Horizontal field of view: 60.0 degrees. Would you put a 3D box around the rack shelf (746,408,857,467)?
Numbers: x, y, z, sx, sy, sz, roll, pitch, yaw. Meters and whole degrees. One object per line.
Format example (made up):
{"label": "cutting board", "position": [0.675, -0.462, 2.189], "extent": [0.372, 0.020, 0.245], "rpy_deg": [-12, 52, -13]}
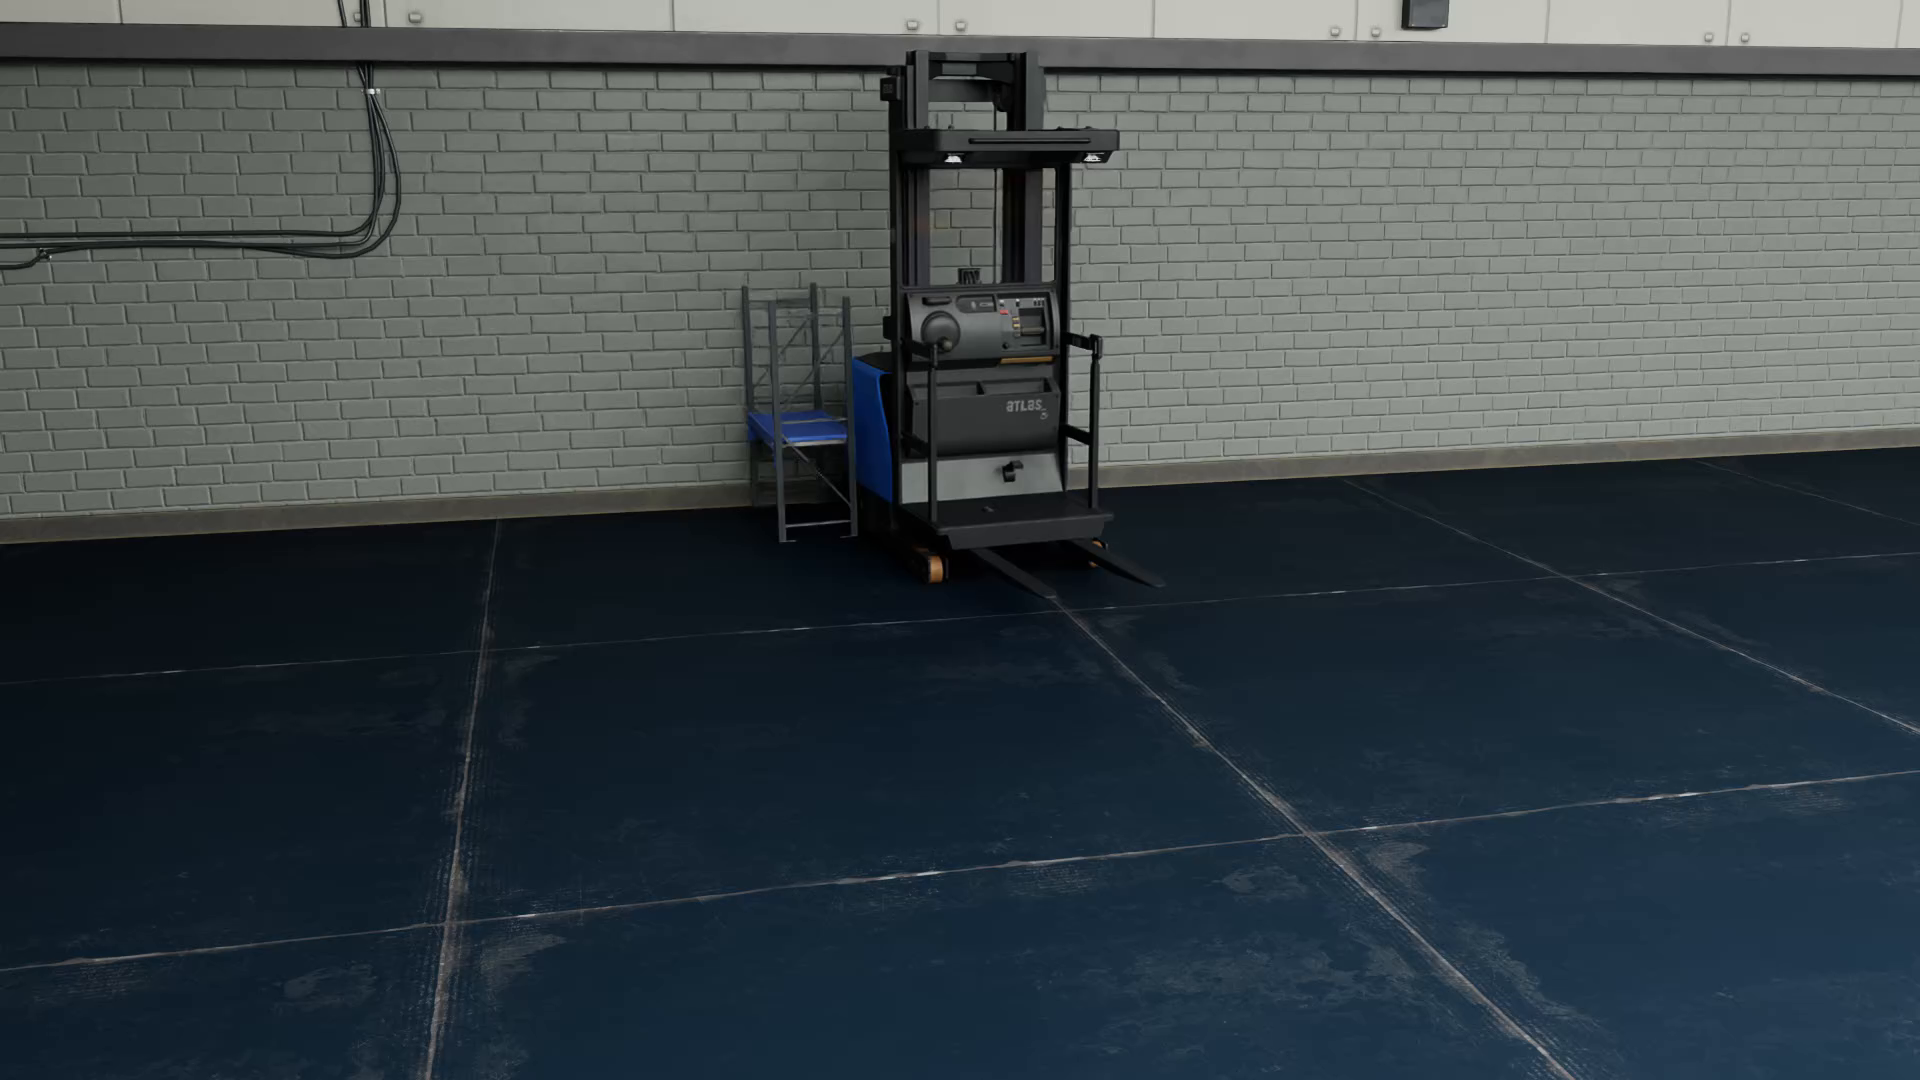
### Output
{"label": "rack shelf", "position": [-1.038, -0.672, 10.753], "extent": [0.538, 0.185, 1.000], "rpy_deg": [-5, 15, -15]}

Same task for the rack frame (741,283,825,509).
{"label": "rack frame", "position": [-1.182, -0.962, 11.184], "extent": [0.500, 1.500, 0.032], "rpy_deg": [-5, 15, -15]}

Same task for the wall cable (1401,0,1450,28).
{"label": "wall cable", "position": [4.245, -6.572, 11.200], "extent": [2.305, 6.003, 0.169], "rpy_deg": [-3, 14, -13]}

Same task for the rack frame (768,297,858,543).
{"label": "rack frame", "position": [-0.899, -0.731, 10.236], "extent": [0.500, 1.500, 0.032], "rpy_deg": [-5, 15, -15]}

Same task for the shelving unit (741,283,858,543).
{"label": "shelving unit", "position": [-1.041, -0.846, 10.710], "extent": [0.538, 1.500, 1.048], "rpy_deg": [-5, 15, -15]}

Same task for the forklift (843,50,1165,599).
{"label": "forklift", "position": [0.217, -1.284, 9.508], "extent": [1.130, 2.935, 3.031], "rpy_deg": [-5, 15, -20]}

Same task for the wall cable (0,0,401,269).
{"label": "wall cable", "position": [-4.987, -2.886, 9.821], "extent": [3.097, 2.526, 0.112], "rpy_deg": [-3, 14, -13]}
